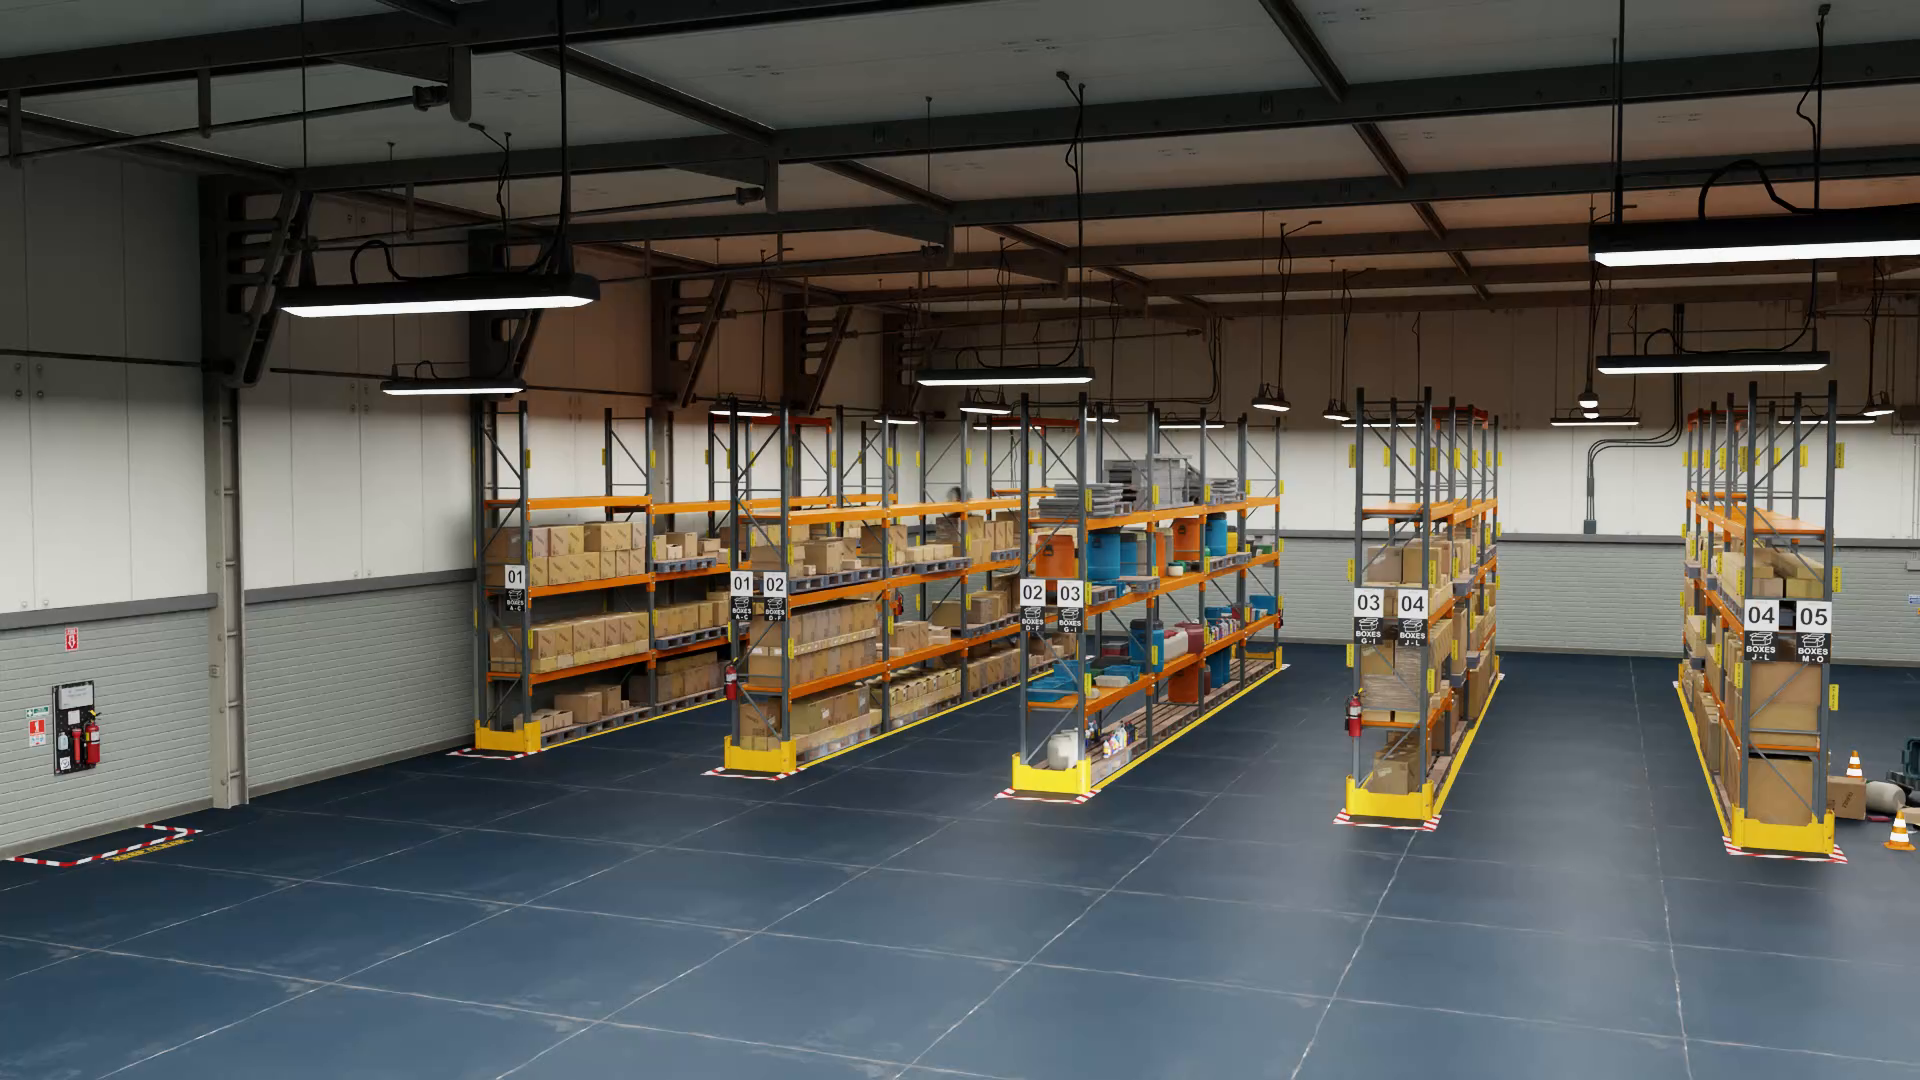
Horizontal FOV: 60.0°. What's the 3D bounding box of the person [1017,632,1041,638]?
[{"bbox_3d":[1.907,2.064,44.213,0.760,1.552,0.470,2,3,35],"label":"person"}]
